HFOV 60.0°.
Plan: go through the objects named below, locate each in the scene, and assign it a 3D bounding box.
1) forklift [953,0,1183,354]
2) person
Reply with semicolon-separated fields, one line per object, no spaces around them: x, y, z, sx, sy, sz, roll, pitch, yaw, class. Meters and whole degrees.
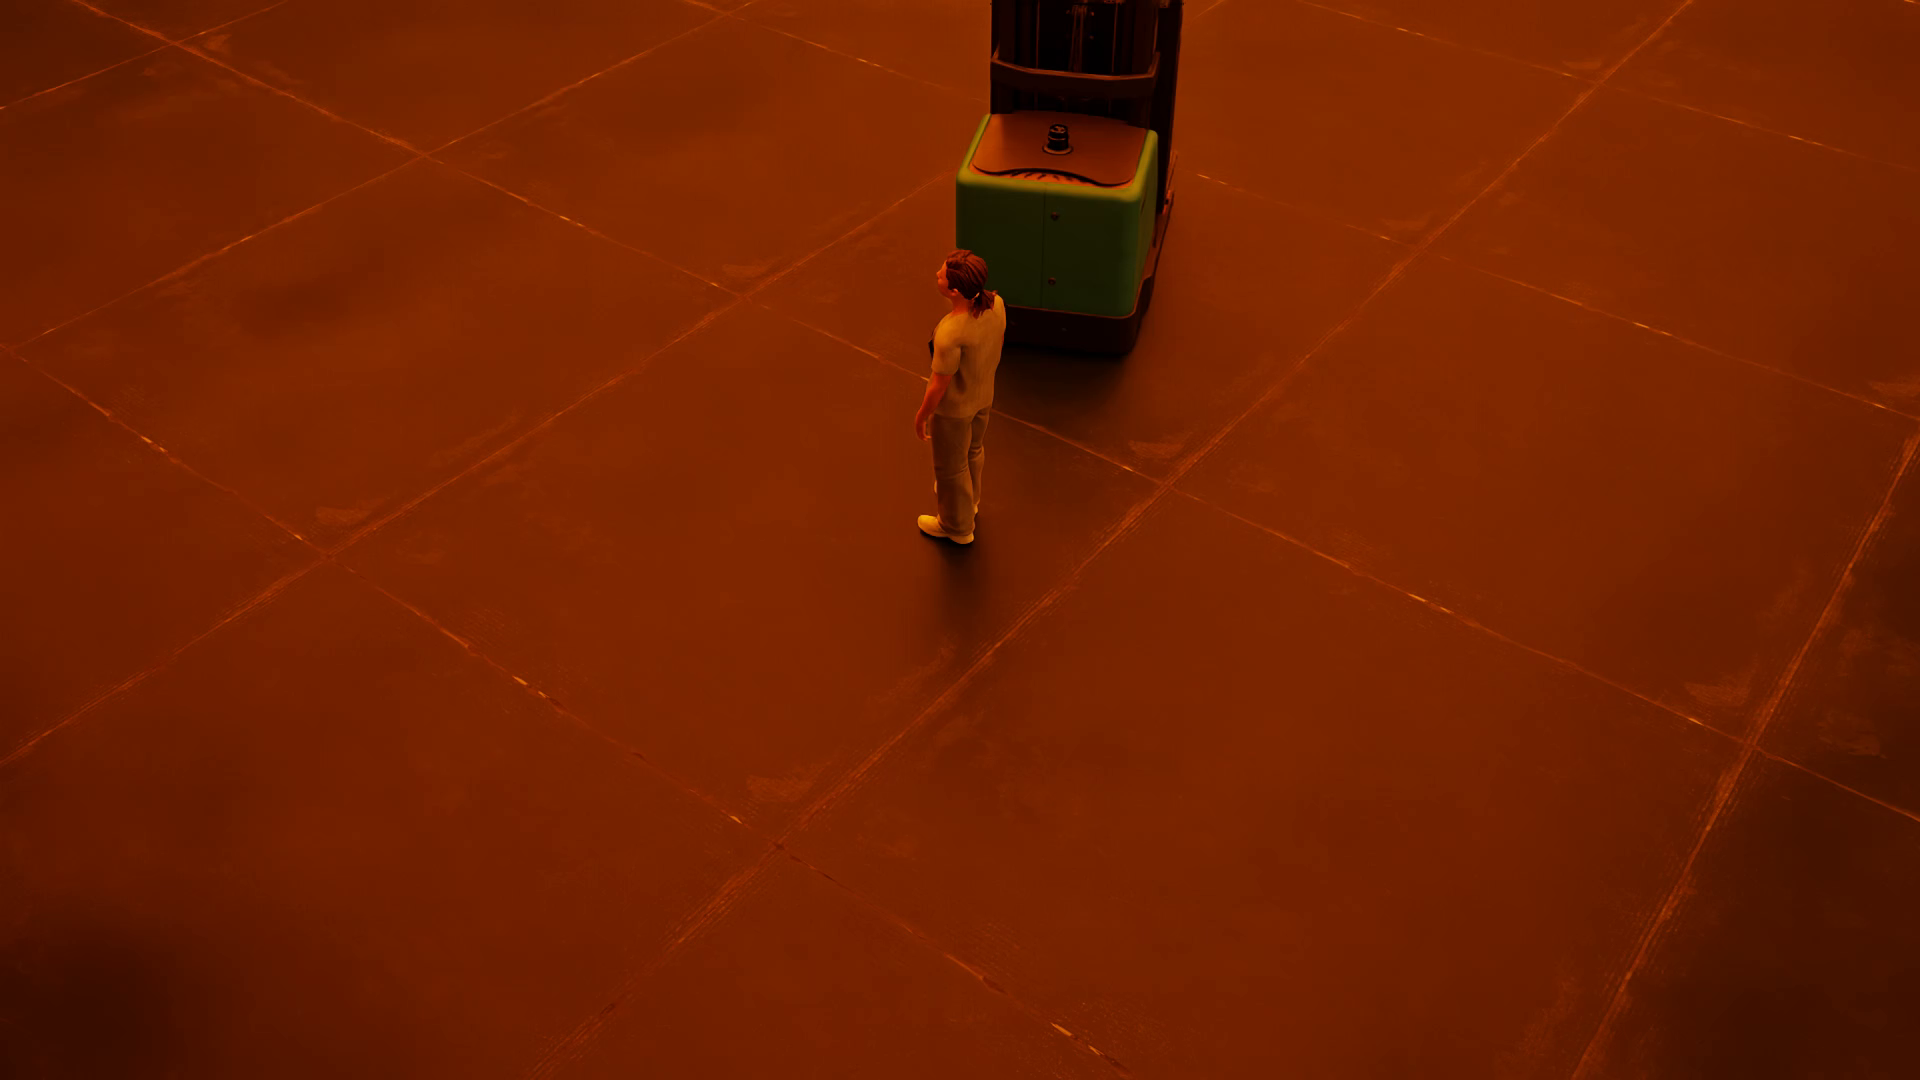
0.776;-3.138;9.754;1.130;2.935;3.031;8;41;9;forklift
-0.050;-0.680;7.827;0.548;1.673;0.549;26;47;28;person
